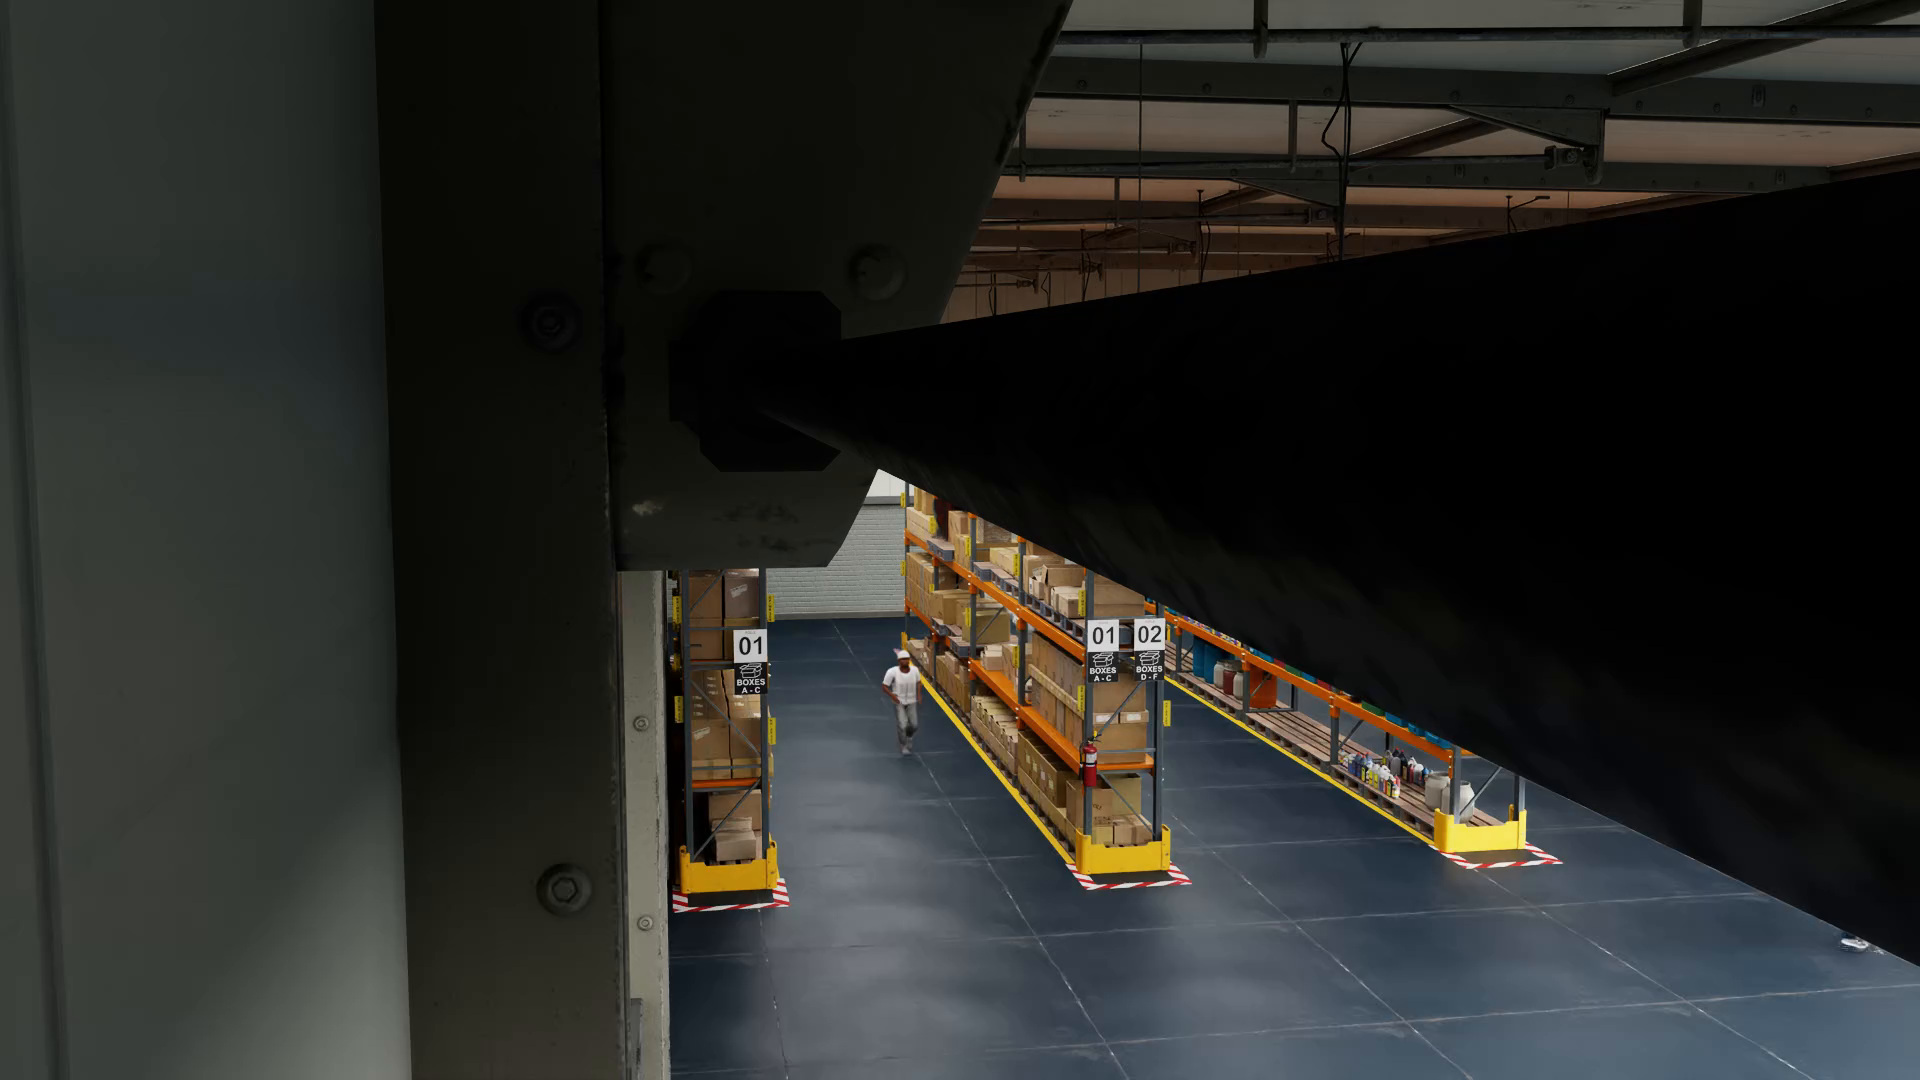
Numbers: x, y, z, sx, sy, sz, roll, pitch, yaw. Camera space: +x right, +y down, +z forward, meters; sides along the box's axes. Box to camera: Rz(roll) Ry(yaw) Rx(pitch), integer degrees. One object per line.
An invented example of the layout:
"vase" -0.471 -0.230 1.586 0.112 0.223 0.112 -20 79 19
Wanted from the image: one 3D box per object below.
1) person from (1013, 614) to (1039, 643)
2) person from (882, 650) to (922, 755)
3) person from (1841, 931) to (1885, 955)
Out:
"person" 1.407 1.920 34.768 0.629 1.674 0.677 -2 6 -19
"person" -0.918 2.654 27.159 0.701 1.725 0.575 -2 6 -17
"person" 9.909 3.675 17.945 0.663 1.593 0.507 1 6 9
